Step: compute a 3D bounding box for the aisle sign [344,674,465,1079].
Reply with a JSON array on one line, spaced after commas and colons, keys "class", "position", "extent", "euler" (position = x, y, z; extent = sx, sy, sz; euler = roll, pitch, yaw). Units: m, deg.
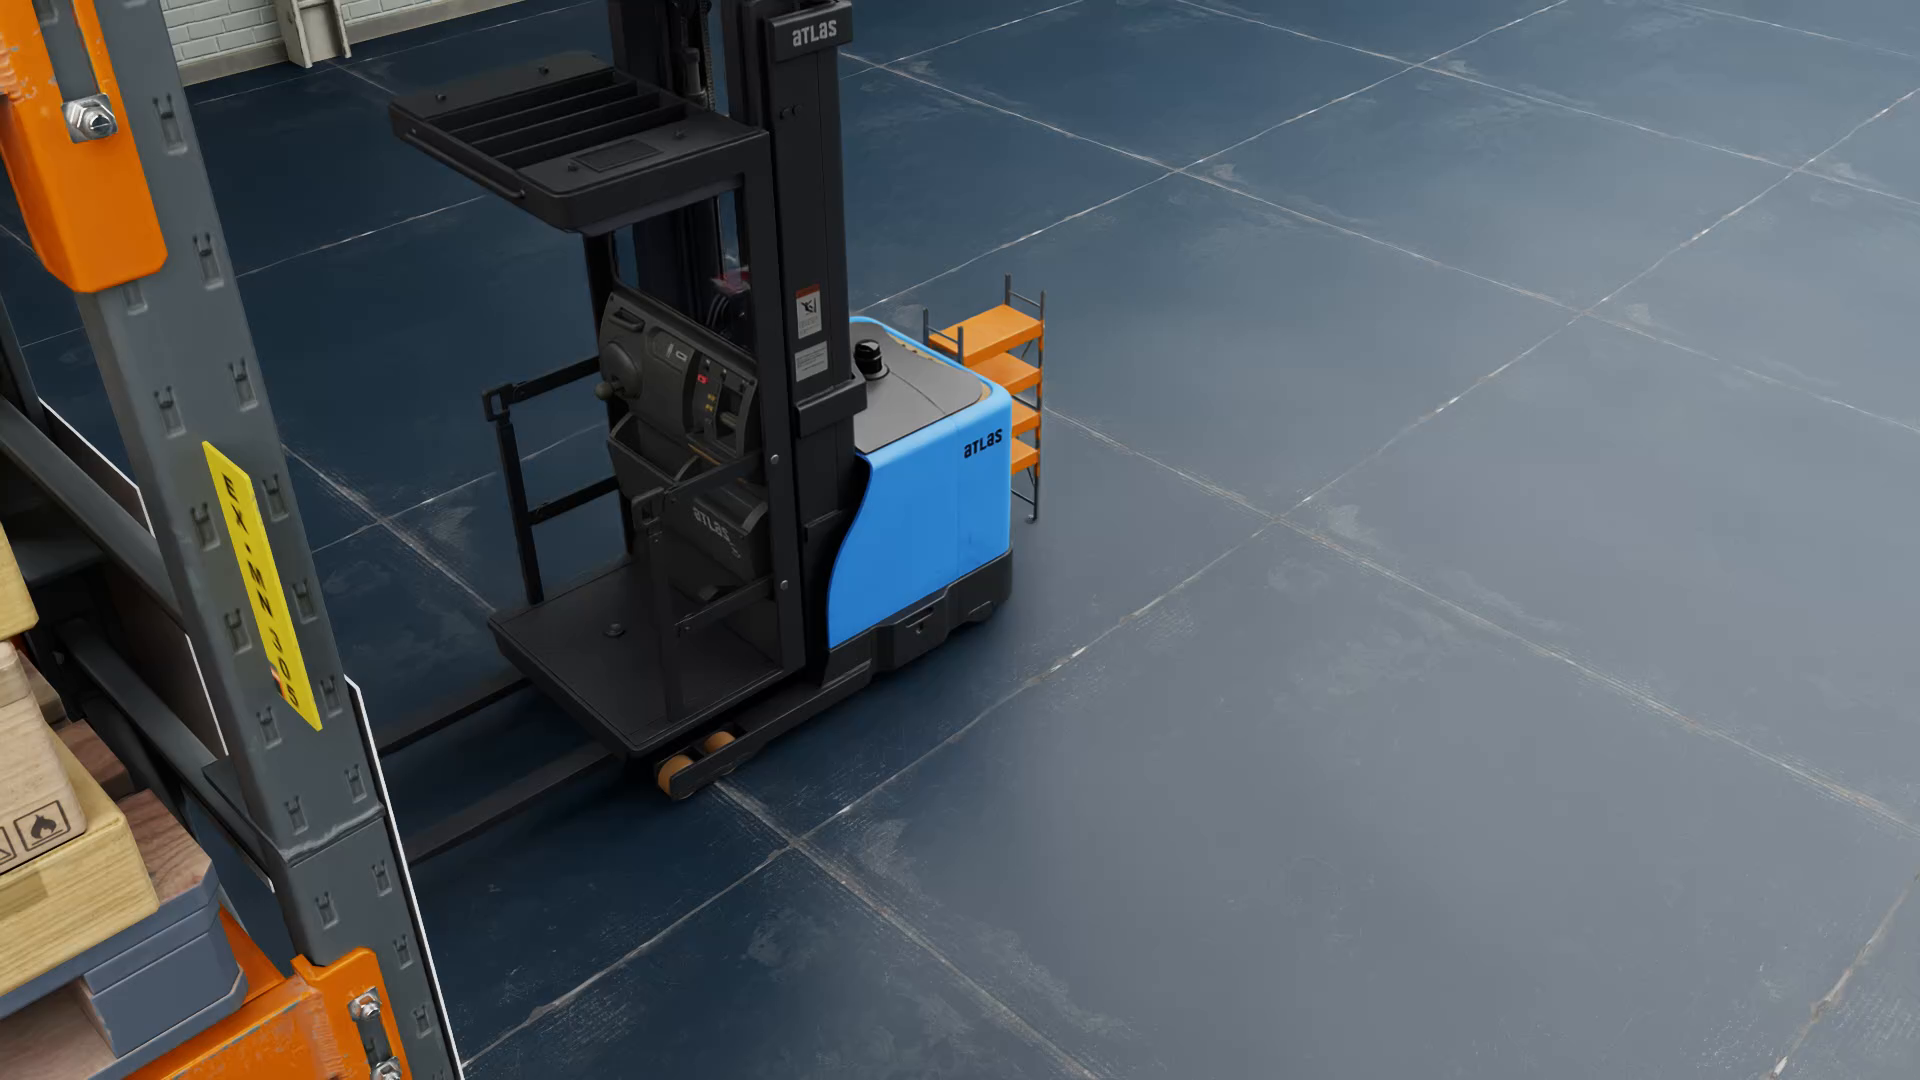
[{"class": "aisle sign", "position": [-0.835, 0.415, 2.260], "extent": [0.394, 0.787, 0.004], "euler": [30, 45, 35]}]

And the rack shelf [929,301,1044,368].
[{"class": "rack shelf", "position": [0.107, -0.860, 7.247], "extent": [0.480, 0.148, 0.258], "euler": [-28, 44, -34]}]

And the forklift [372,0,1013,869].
[{"class": "forklift", "position": [-1.195, -0.554, 5.982], "extent": [3.031, 2.935, 1.130], "euler": [-28, 44, -34]}]

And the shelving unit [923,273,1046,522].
[{"class": "shelving unit", "position": [0.107, -0.538, 7.472], "extent": [0.503, 1.200, 0.258], "euler": [-28, 44, -34]}]

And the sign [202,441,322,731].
[{"class": "sign", "position": [-0.723, 0.053, 1.725], "extent": [0.100, 0.325, 0.005], "euler": [30, 45, 35]}]

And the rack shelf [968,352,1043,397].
[{"class": "rack shelf", "position": [0.107, -0.666, 7.383], "extent": [0.480, 0.148, 0.258], "euler": [-28, 44, -34]}]

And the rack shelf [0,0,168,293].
[{"class": "rack shelf", "position": [-2.507, 0.200, 0.575], "extent": [1.077, 0.370, 4.000], "euler": [30, 45, 35]}]

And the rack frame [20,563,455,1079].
[{"class": "rack frame", "position": [-1.098, 1.389, 3.136], "extent": [1.000, 3.000, 0.127], "euler": [30, 45, 35]}]

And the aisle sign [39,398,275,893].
[{"class": "aisle sign", "position": [-1.261, 0.173, 2.607], "extent": [0.394, 0.787, 0.004], "euler": [30, 45, 35]}]

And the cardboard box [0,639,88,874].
[{"class": "cardboard box", "position": [-1.245, 0.197, 1.640], "extent": [0.500, 0.250, 0.500], "euler": [-29, 44, -35]}]

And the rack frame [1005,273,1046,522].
[{"class": "rack frame", "position": [0.286, -0.633, 7.608], "extent": [0.015, 1.200, 0.240], "euler": [-28, 44, -34]}]

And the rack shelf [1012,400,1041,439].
[{"class": "rack shelf", "position": [0.107, -0.482, 7.510], "extent": [0.480, 0.148, 0.258], "euler": [-28, 44, -34]}]

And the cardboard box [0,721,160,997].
[{"class": "cardboard box", "position": [-1.092, 0.320, 1.811], "extent": [0.380, 0.149, 0.250], "euler": [29, 44, 35]}]

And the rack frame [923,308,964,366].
[{"class": "rack frame", "position": [-0.072, -0.443, 7.336], "extent": [0.015, 1.200, 0.240], "euler": [-28, 44, -34]}]

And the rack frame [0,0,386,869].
[{"class": "rack frame", "position": [-1.098, -1.071, 1.419], "extent": [1.000, 3.000, 0.127], "euler": [30, 45, 35]}]

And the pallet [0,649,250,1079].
[{"class": "pallet", "position": [-1.613, 0.501, 1.865], "extent": [1.003, 0.211, 1.213], "euler": [30, 45, 35]}]

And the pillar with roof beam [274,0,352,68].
[{"class": "pillar with roof beam", "position": [-2.055, -5.805, 8.208], "extent": [9.100, 9.000, 0.400], "euler": [30, 45, 35]}]

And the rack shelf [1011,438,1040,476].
[{"class": "rack shelf", "position": [0.107, -0.320, 7.624], "extent": [0.480, 0.148, 0.258], "euler": [-28, 44, -34]}]

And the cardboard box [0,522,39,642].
[{"class": "cardboard box", "position": [-1.095, -0.005, 1.580], "extent": [0.250, 0.149, 0.380], "euler": [-29, 44, -35]}]

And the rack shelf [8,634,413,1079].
[{"class": "rack shelf", "position": [-2.507, 1.266, 1.319], "extent": [1.077, 0.370, 4.000], "euler": [30, 45, 35]}]
